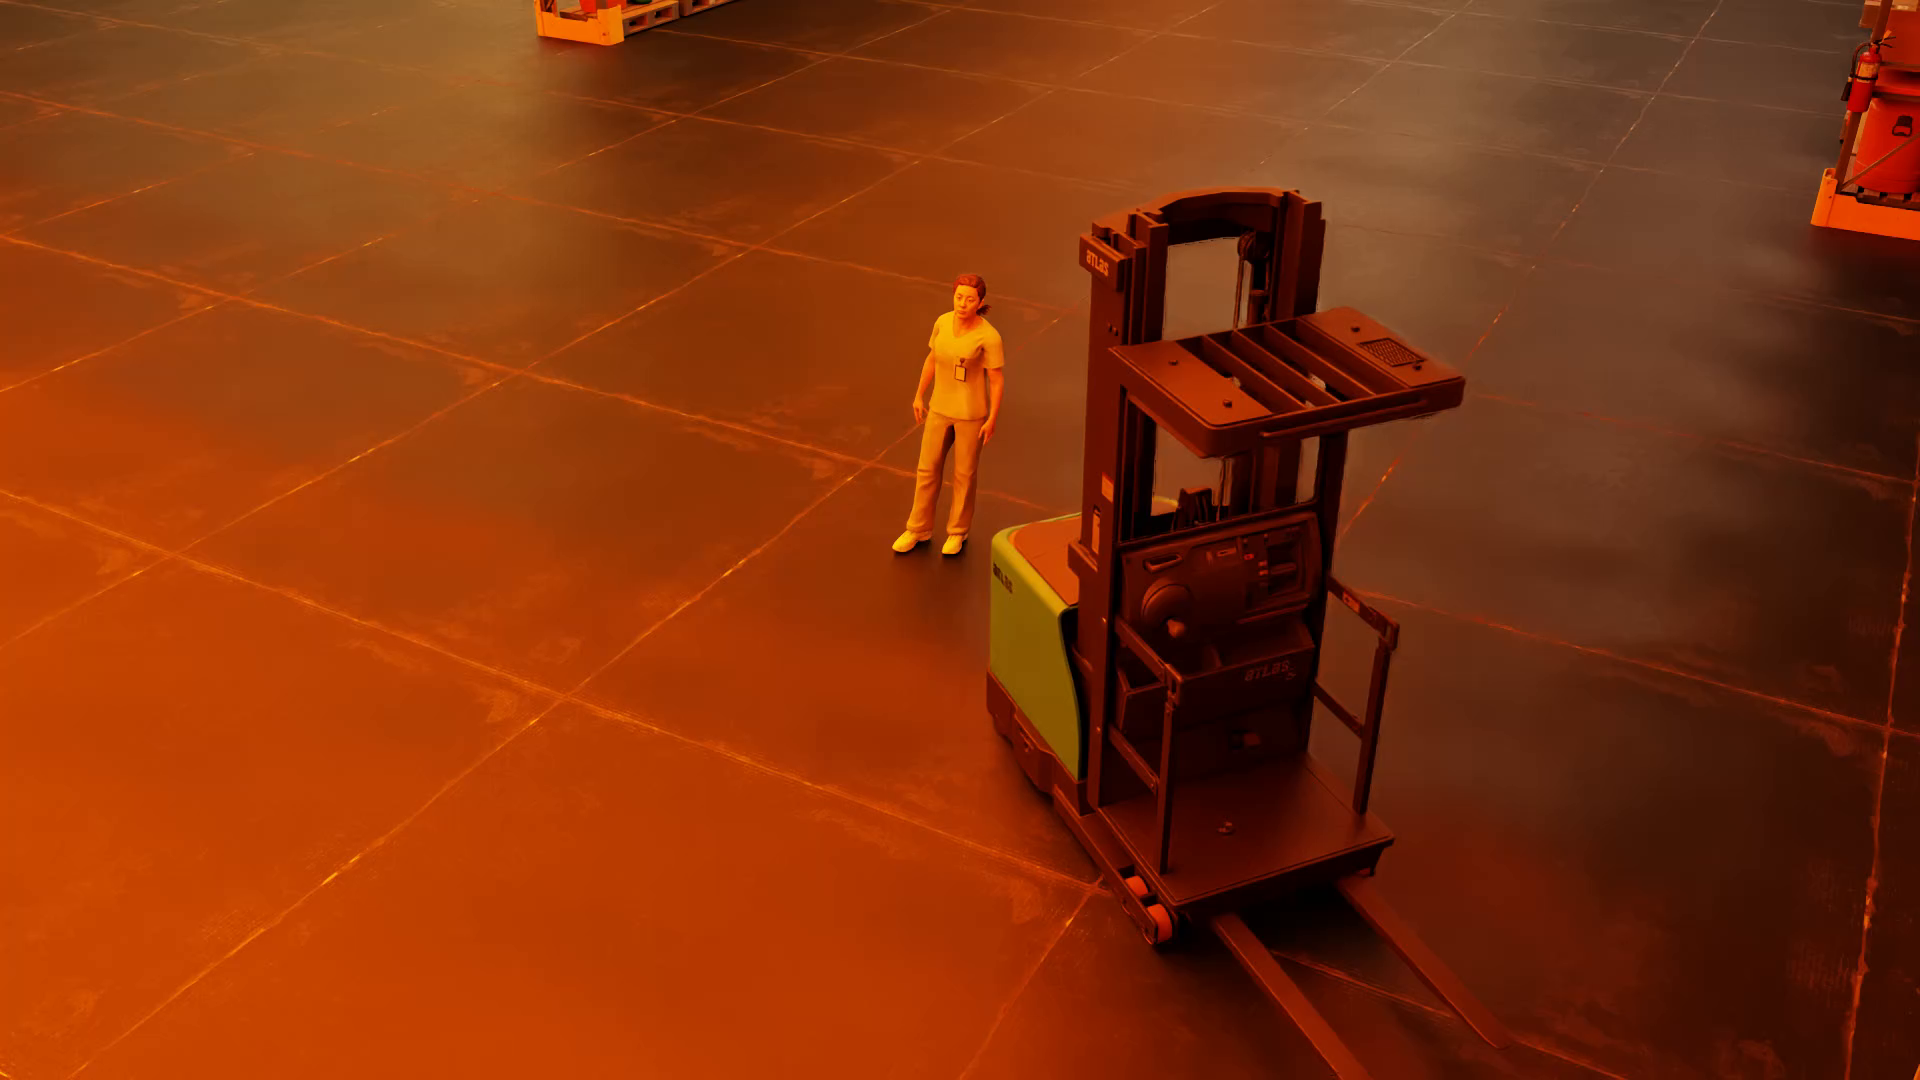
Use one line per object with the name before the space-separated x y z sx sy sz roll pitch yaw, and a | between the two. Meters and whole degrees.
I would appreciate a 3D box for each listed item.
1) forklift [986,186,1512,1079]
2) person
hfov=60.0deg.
forklift | 1.178 0.196 6.730 1.130 2.935 3.031 -12 32 -20
person | -0.048 -0.703 9.530 0.550 1.673 0.548 15 33 25
